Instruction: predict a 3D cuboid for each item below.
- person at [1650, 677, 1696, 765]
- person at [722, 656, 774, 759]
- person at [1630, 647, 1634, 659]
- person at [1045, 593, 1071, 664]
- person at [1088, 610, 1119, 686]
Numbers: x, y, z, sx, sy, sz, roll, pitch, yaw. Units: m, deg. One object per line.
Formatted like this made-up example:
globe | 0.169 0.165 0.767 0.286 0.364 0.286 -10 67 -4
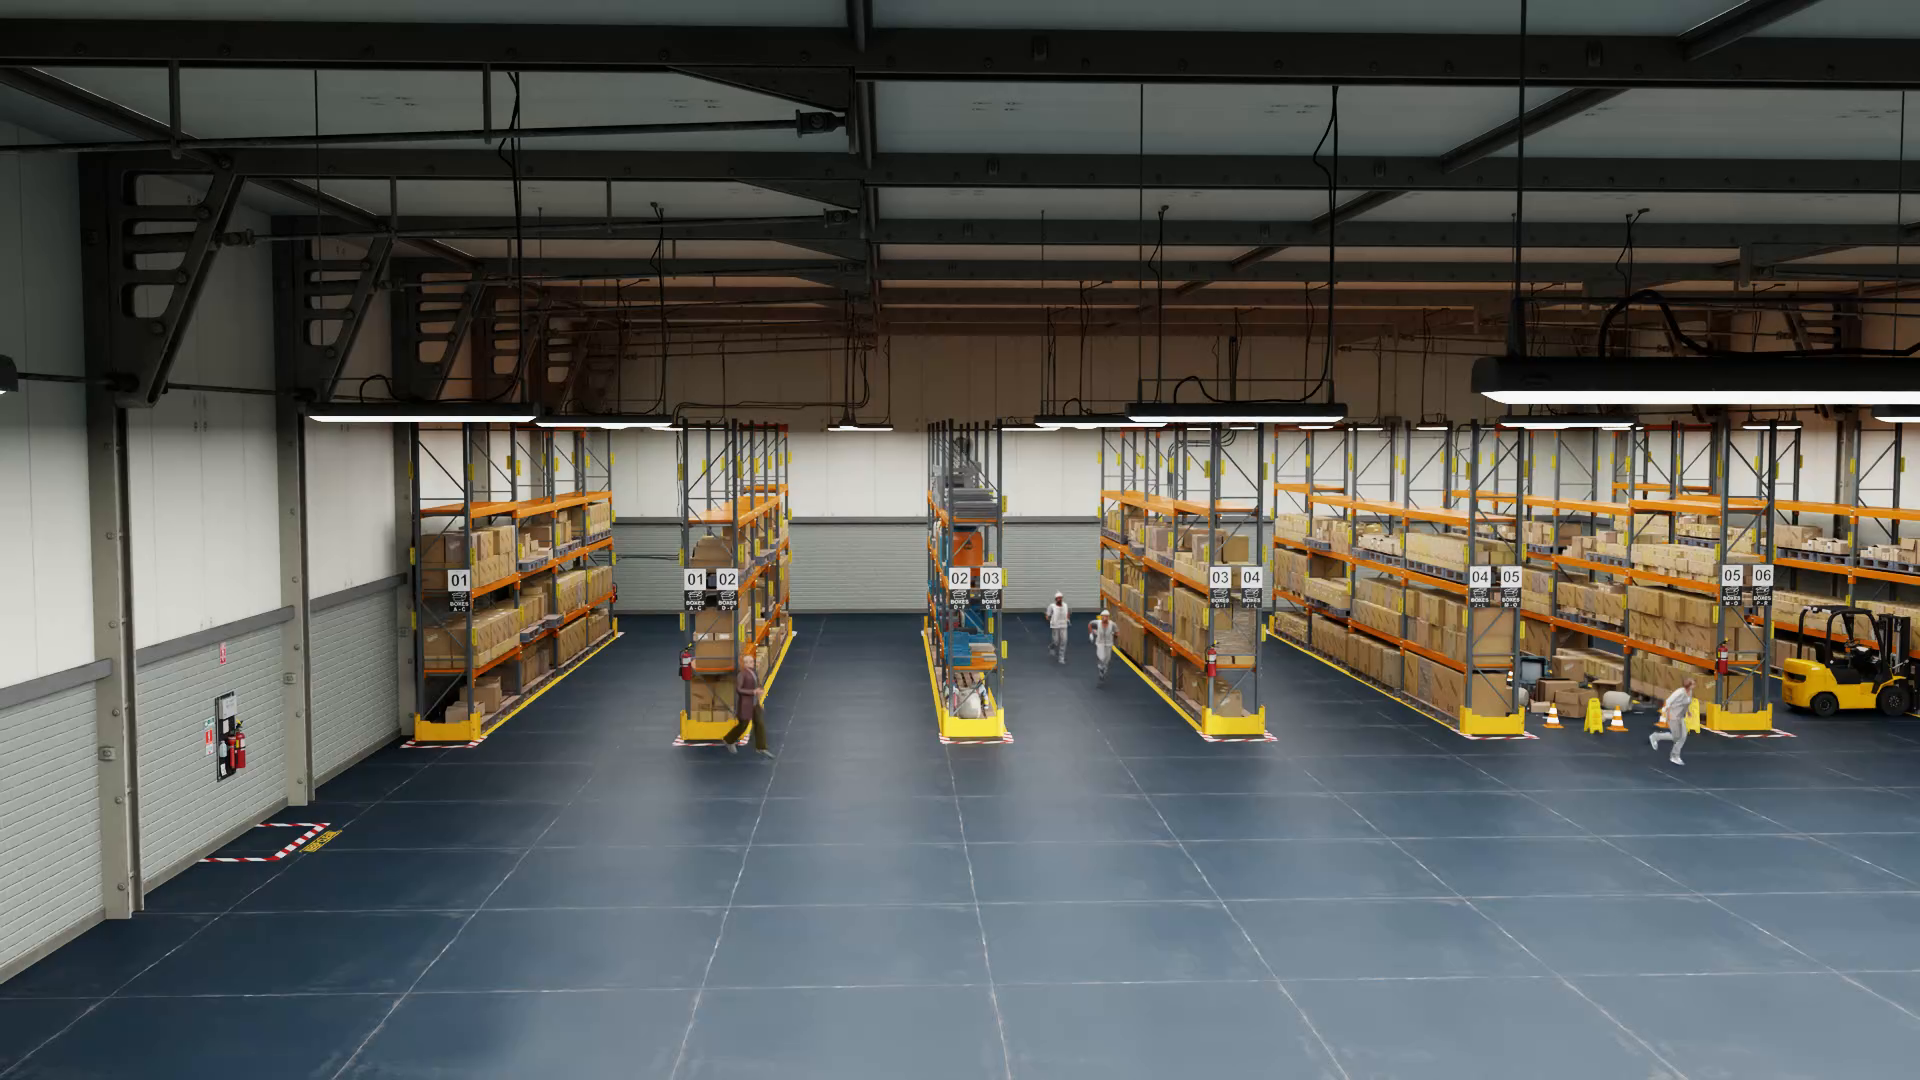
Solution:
person | 12.428 3.124 28.999 0.536 1.542 0.768 -4 5 -44
person | -3.760 2.940 29.392 1.008 1.815 0.726 2 4 26
person | 17.090 2.267 41.917 0.589 1.655 0.758 -1 4 -9
person | 2.468 2.190 41.542 0.683 1.765 0.849 -1 4 -15
person | 3.265 2.425 37.733 0.643 1.725 0.924 0 4 -6
